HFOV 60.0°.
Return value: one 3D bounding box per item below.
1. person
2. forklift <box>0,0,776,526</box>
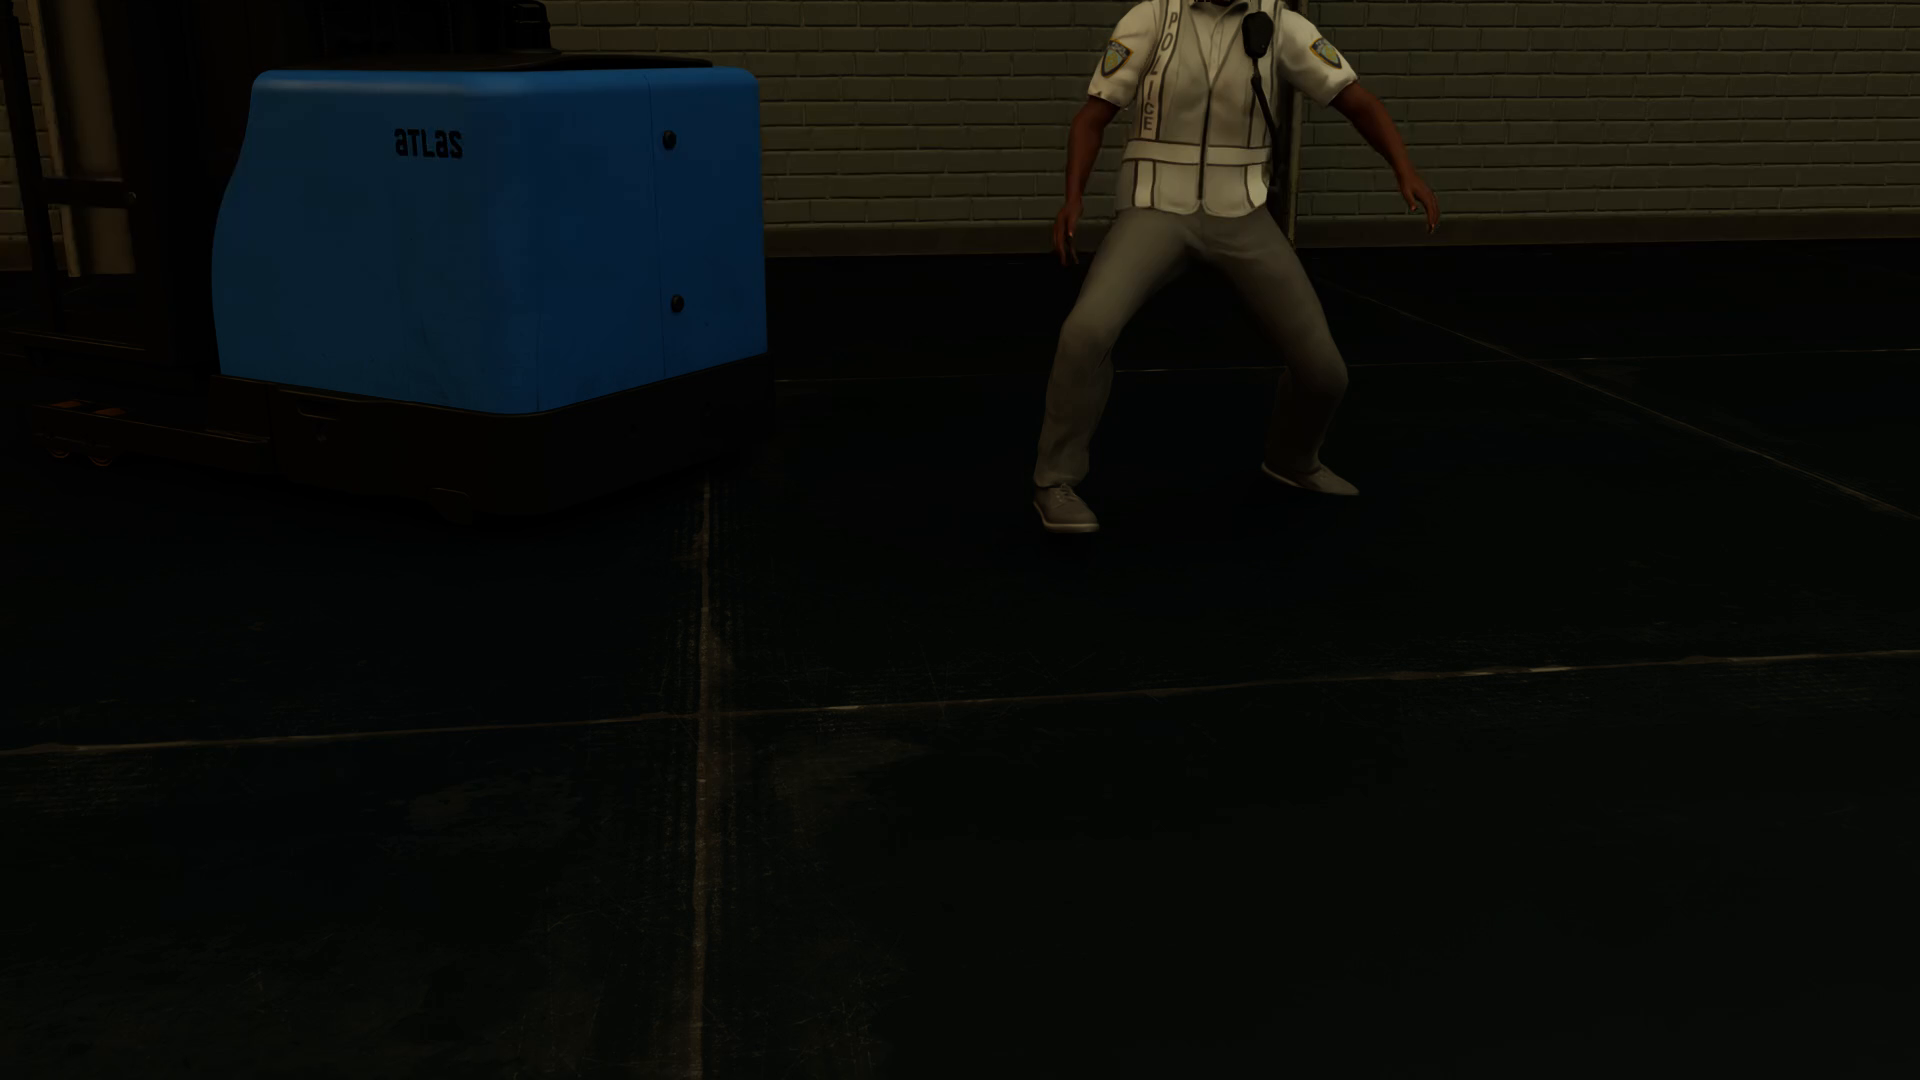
[{"bbox_3d":[0.633,-0.761,3.964,0.906,1.534,0.777,1,17,2],"label":"person"},{"bbox_3d":[-2.056,-1.727,4.618,3.031,2.935,1.130,9,19,28],"label":"forklift"}]
